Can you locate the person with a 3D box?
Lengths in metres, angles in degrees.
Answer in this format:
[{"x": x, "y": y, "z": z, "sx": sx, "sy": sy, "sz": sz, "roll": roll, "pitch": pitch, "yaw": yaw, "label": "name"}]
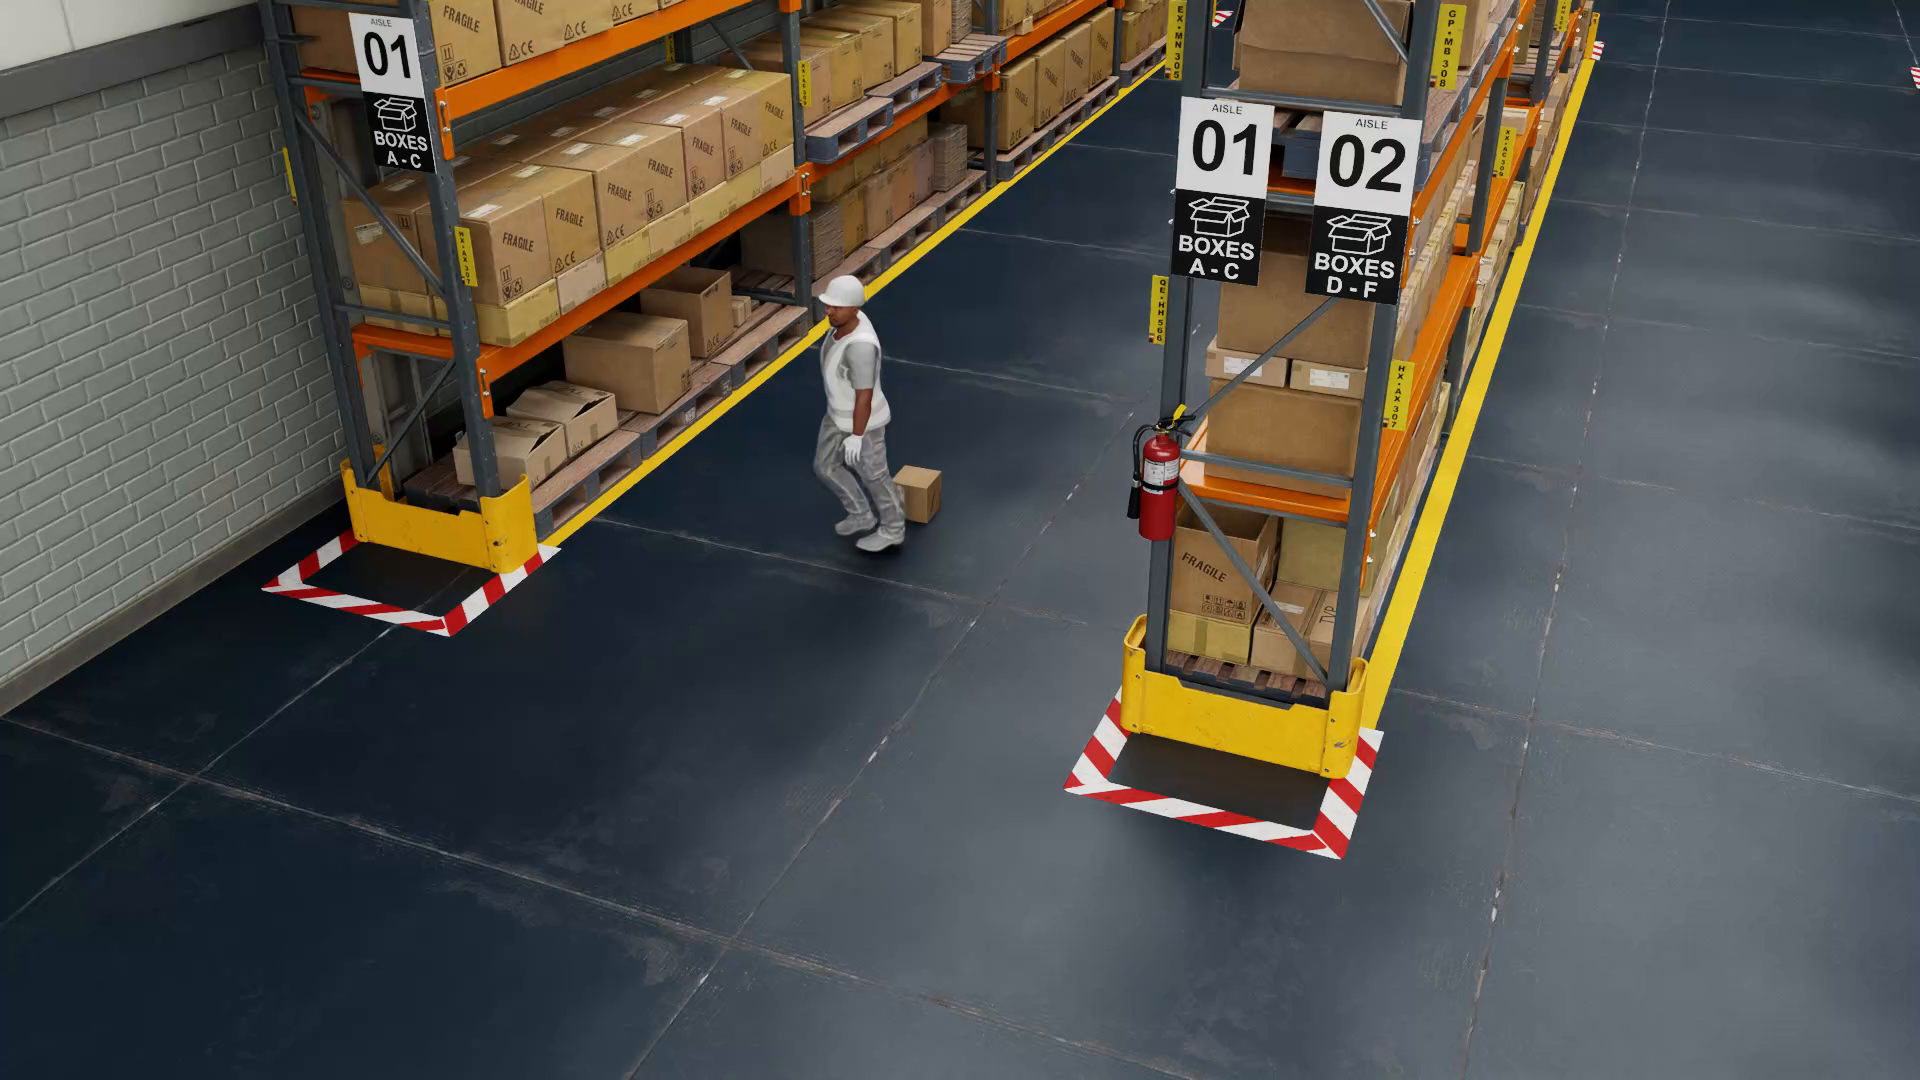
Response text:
[{"x": -0.573, "y": -0.708, "z": 9.585, "sx": 0.519, "sy": 1.767, "sz": 0.619, "roll": -11, "pitch": 31, "yaw": -19, "label": "person"}]
